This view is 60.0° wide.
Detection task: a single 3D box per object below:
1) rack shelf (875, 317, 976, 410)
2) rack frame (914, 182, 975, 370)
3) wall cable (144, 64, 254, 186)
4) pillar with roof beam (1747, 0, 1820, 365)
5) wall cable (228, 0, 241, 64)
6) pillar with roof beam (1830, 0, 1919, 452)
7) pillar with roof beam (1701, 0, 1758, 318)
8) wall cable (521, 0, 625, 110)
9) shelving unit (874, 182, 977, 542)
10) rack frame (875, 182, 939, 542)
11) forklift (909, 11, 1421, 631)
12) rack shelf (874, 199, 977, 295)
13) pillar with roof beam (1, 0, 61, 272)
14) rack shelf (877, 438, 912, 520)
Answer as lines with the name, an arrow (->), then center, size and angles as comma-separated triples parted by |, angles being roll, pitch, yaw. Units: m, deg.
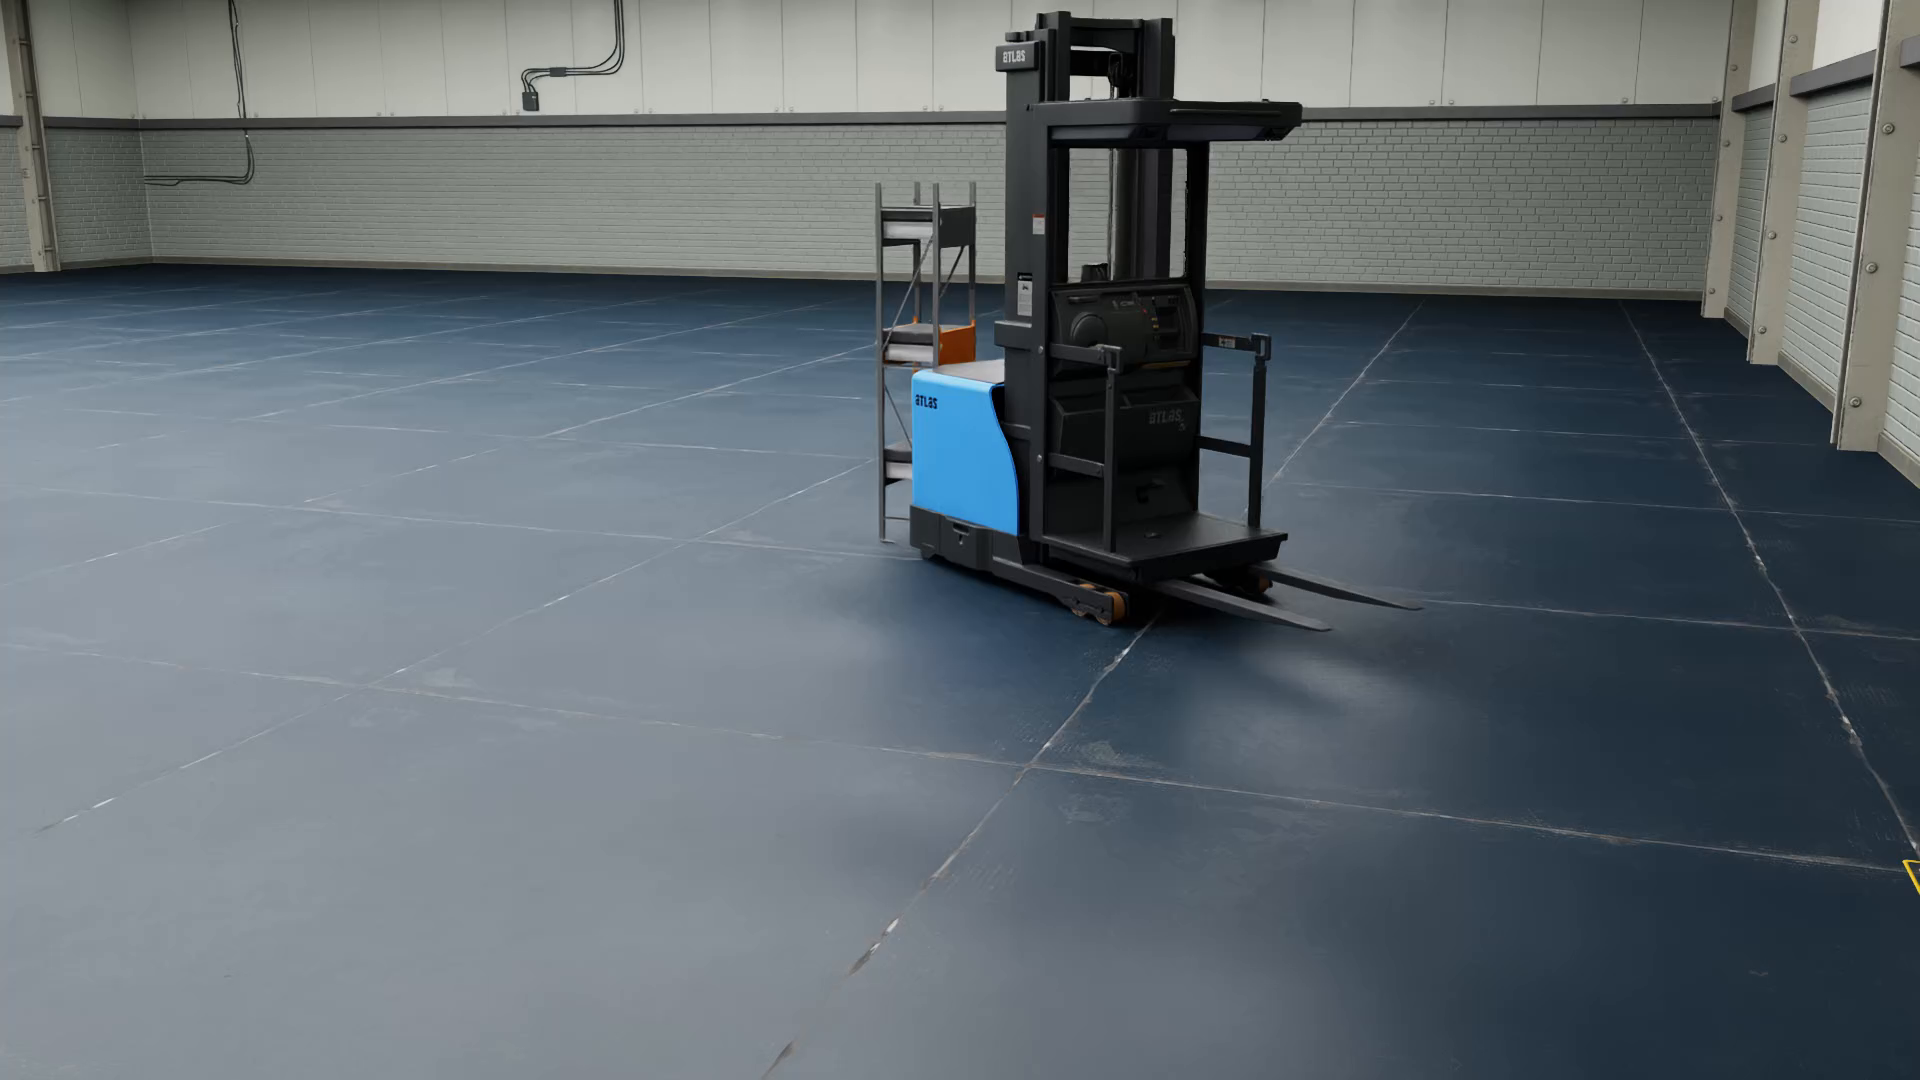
rack shelf -> -0.199, -1.036, 9.868 | 0.431, 0.518, 0.480 | 6, 14, 25
rack frame -> -0.093, -1.098, 10.079 | 0.400, 2.100, 0.015 | 6, 14, 25
wall cable -> -16.589, -8.934, 35.887 | 3.097, 2.526, 0.112 | 4, 14, 18
pillar with roof beam -> 4.997, -6.702, 19.128 | 9.100, 9.000, 0.400 | 4, 14, 18
wall cable -> -14.029, -11.202, 34.472 | 3.097, 2.526, 0.112 | 4, 14, 18
pillar with roof beam -> 3.056, -5.439, 13.593 | 9.100, 9.000, 0.400 | 4, 14, 18
pillar with roof beam -> 6.938, -7.965, 24.663 | 9.100, 9.000, 0.400 | 4, 14, 18
wall cable -> -7.612, -11.419, 32.154 | 2.305, 6.003, 0.169 | 4, 14, 18
shelving unit -> -0.199, -1.049, 9.865 | 0.431, 2.100, 0.503 | 6, 14, 25
rack frame -> -0.305, -1.000, 9.651 | 0.400, 2.100, 0.015 | 6, 14, 25
forklift -> 0.972, -1.135, 8.375 | 1.130, 2.935, 3.031 | -9, 16, -35
rack shelf -> -0.199, -1.718, 9.712 | 0.431, 0.518, 0.480 | 6, 14, 25
pillar with roof beam -> -14.720, -9.613, 31.883 | 9.100, 9.000, 0.400 | 4, 14, 18
rack shelf -> -0.199, -0.353, 10.024 | 0.431, 0.518, 0.480 | 6, 14, 25
